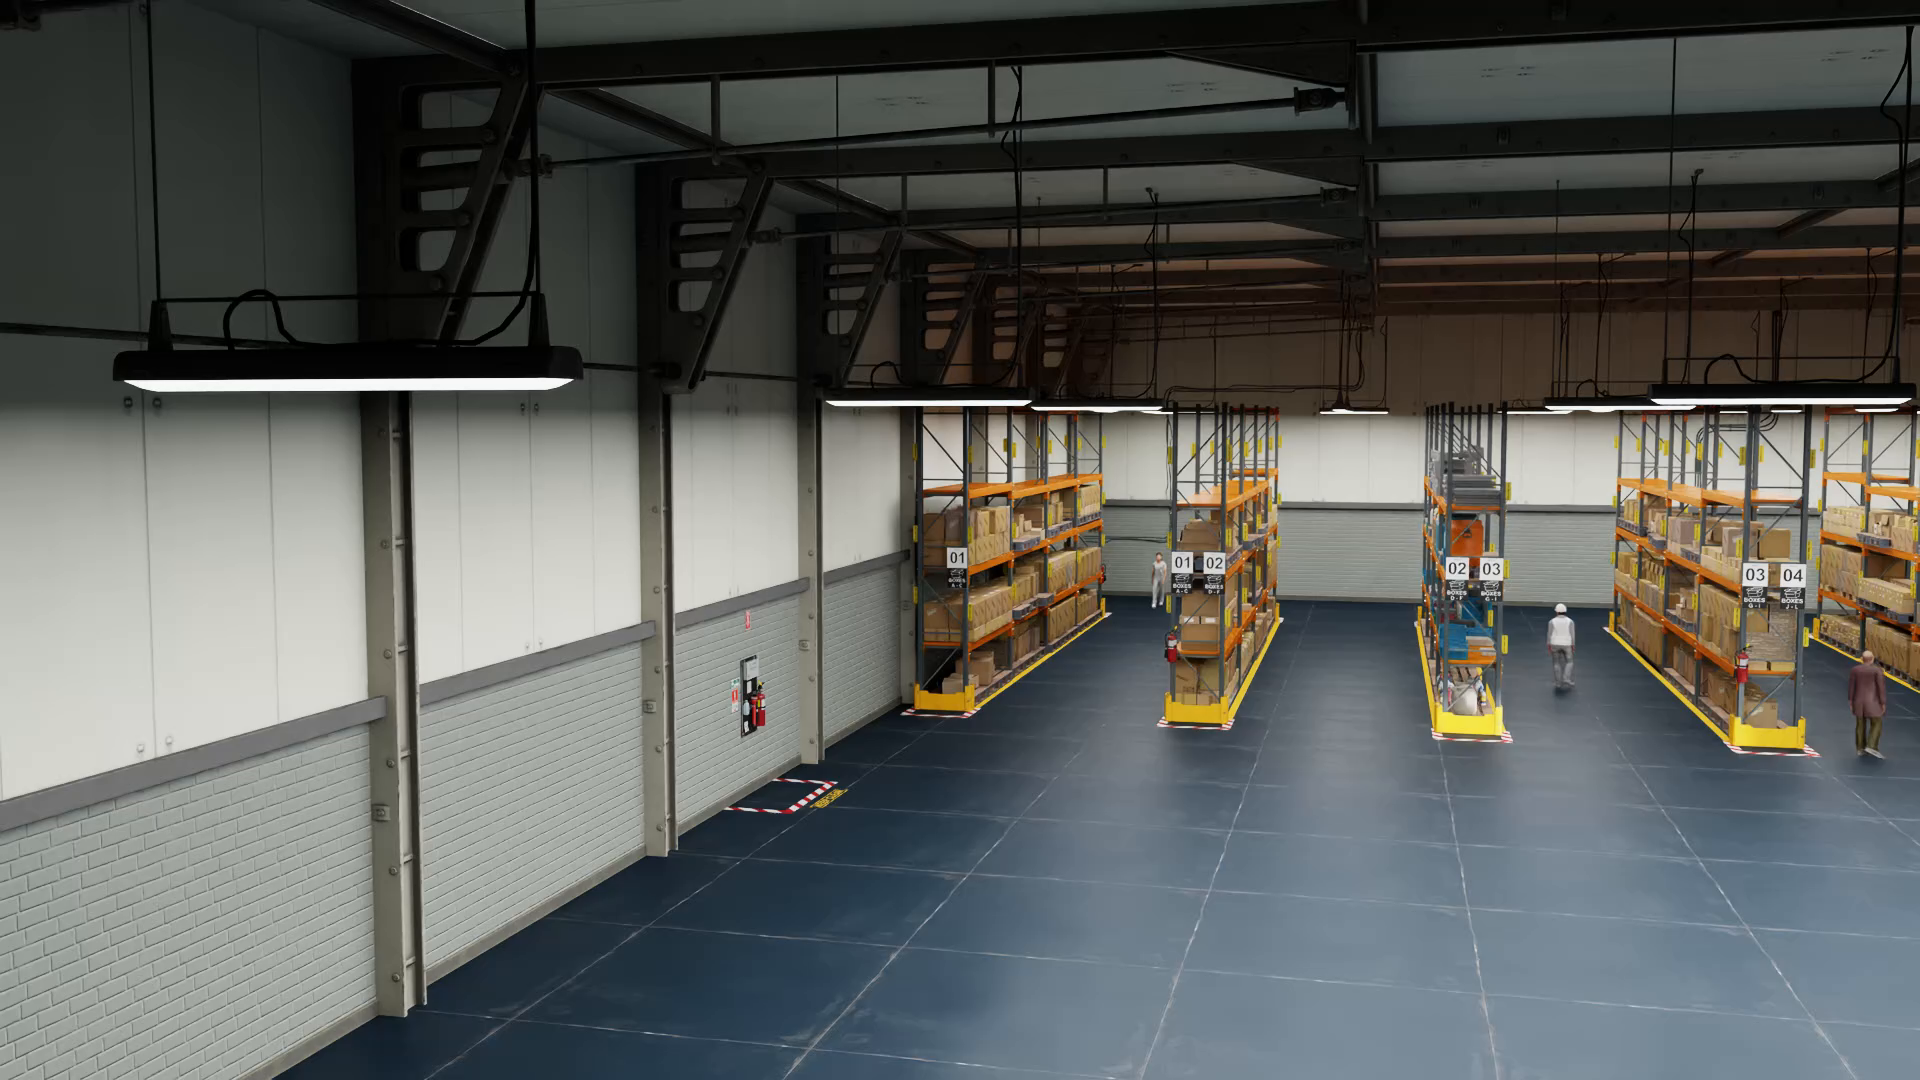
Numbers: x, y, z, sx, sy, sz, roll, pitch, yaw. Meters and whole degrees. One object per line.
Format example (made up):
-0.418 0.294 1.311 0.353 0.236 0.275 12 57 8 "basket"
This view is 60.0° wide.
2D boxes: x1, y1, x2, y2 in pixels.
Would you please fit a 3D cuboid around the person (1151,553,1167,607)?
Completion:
5.986 1.192 50.064 0.473 1.601 1.044 1 4 9 "person"

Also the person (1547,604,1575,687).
12.755 2.240 35.275 0.570 1.772 0.519 1 4 19 "person"

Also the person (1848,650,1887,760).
15.326 2.838 28.097 0.541 1.683 0.670 -4 6 -40 "person"
